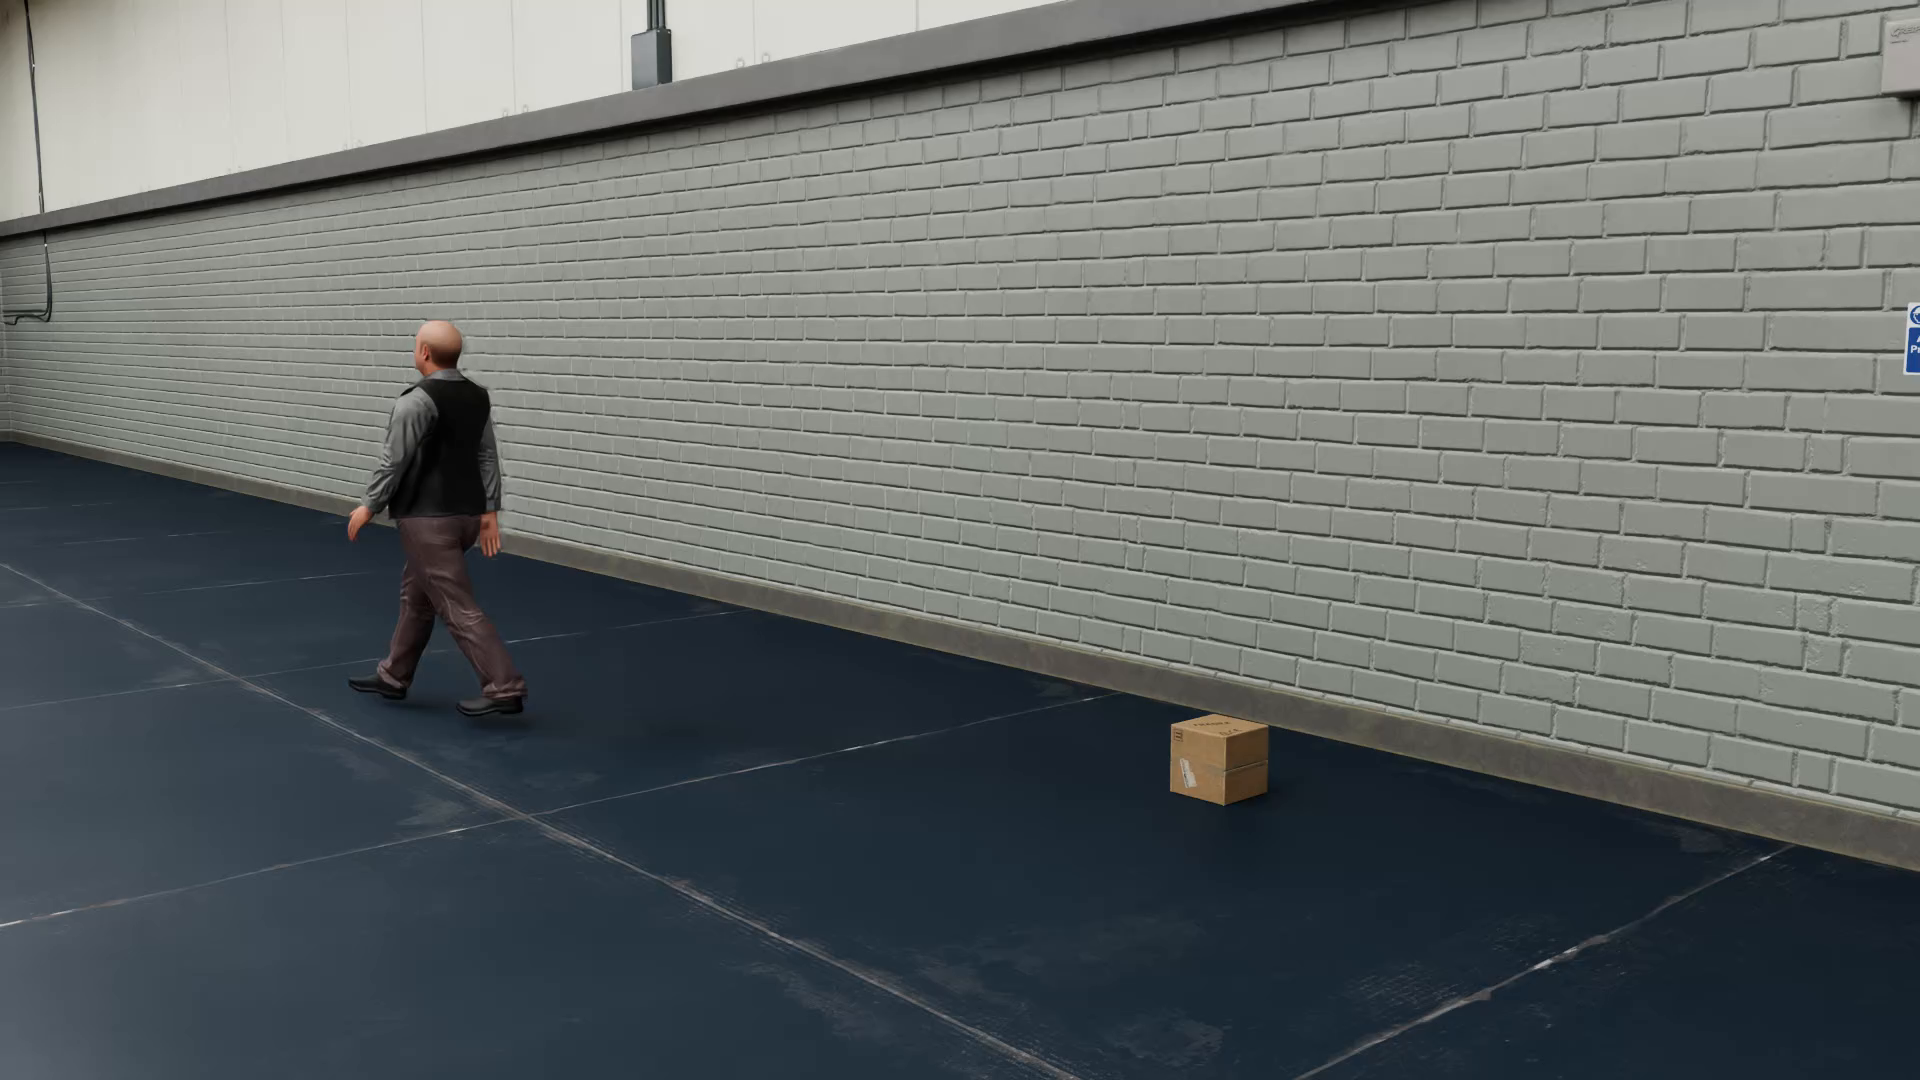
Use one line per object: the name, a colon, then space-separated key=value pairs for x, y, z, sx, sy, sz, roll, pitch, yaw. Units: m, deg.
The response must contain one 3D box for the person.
person: x=-2.295 y=-0.094 z=7.075 sx=1.021 sy=1.667 sz=0.548 roll=2 pitch=8 yaw=17
